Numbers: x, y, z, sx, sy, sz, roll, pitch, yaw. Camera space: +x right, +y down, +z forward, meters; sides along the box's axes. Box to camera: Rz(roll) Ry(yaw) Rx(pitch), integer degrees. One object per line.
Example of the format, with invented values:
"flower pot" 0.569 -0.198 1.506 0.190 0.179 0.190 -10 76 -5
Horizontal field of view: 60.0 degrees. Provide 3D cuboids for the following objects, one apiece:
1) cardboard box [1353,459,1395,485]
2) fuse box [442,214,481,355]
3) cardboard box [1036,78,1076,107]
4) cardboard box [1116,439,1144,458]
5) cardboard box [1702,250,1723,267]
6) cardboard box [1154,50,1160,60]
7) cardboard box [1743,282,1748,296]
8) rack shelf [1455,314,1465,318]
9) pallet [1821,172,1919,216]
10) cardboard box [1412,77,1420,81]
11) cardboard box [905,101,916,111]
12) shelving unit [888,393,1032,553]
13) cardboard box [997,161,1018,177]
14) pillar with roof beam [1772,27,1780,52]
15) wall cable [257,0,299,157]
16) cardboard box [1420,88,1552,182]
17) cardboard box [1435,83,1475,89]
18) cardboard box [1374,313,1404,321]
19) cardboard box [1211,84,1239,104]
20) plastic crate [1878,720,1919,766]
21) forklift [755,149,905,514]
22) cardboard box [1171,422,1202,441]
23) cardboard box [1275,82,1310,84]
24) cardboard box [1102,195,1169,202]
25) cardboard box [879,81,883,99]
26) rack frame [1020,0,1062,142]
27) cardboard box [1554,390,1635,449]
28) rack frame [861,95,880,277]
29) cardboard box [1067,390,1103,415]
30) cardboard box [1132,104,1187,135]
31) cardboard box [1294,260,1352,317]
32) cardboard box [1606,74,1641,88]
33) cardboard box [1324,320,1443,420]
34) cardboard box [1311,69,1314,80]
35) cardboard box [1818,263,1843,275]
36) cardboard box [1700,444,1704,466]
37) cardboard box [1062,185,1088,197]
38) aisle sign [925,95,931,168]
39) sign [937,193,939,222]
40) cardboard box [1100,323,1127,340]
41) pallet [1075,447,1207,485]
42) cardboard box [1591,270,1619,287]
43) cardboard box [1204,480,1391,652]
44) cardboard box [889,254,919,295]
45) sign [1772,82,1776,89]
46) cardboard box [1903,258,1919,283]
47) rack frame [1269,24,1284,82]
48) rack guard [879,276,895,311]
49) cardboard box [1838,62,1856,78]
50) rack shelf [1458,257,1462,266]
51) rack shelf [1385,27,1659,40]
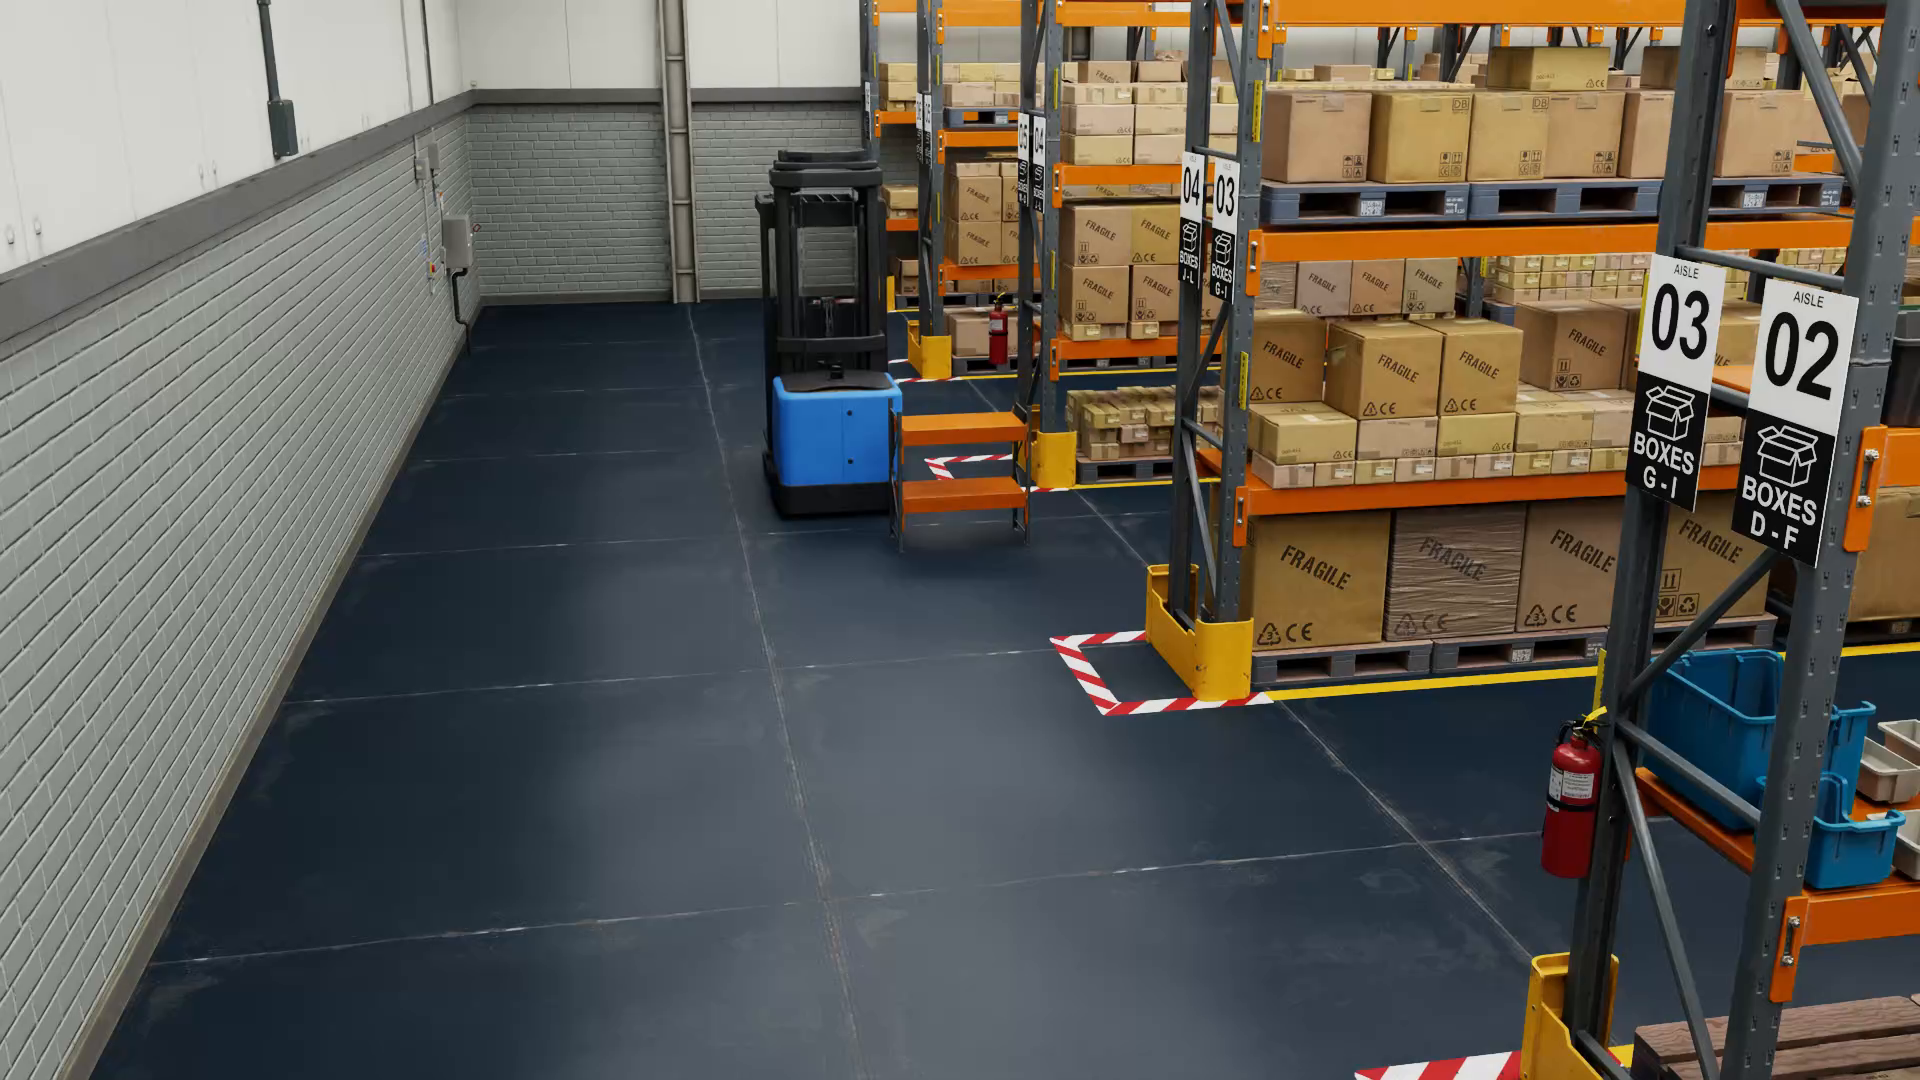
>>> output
"cardboard box" 2.447 -0.460 10.128 0.250 0.149 0.380 -4 17 -12
"fuse box" -6.134 -3.160 20.686 0.414 1.711 0.539 -3 17 -10
"cardboard box" 1.132 -5.192 19.264 0.500 0.311 0.500 -3 17 -9
"cardboard box" 1.508 -0.875 15.191 0.250 0.149 0.380 -3 17 -11
"cardboard box" 6.882 -2.641 15.502 0.250 0.149 0.380 -2 17 -8
"cardboard box" 2.922 -7.076 24.462 0.258 0.266 0.396 -3 17 -11
"cardboard box" 7.407 -2.387 15.688 0.250 0.149 0.380 -3 17 -11
"rack shelf" 6.582 -2.052 16.109 4.000 0.370 1.077 -3 17 -10
"pallet" 6.351 -2.257 10.767 1.217 0.209 0.805 -4 18 -13
"cardboard box" 6.962 -6.862 24.948 0.250 0.166 0.380 -3 17 -11
"cardboard box" -0.683 -6.200 23.709 0.250 0.149 0.380 -3 17 -9
"shelving unit" -0.007 -0.537 13.145 1.048 1.125 0.538 -3 17 -10
"cardboard box" 0.575 -4.275 19.145 0.250 0.149 0.380 -3 17 -9
"pillar with roof beam" 14.379 -7.653 22.901 0.400 9.000 9.100 -3 17 -10
"wall cable" -4.673 -5.710 11.098 0.120 5.999 2.277 -3 17 -10
"cardboard box" 3.107 -2.440 9.983 0.500 0.500 0.700 -4 18 -14
"cardboard box" 4.363 -3.980 14.777 0.250 0.149 0.380 -4 18 -13
"cardboard box" 3.876 -2.038 15.265 0.250 0.149 0.380 -3 17 -8
"cardboard box" 2.335 -3.854 14.368 0.250 0.149 0.380 -3 17 -9
"plastic crate" 3.526 0.789 5.980 0.243 0.136 0.396 -3 17 -10
"forklift" -1.225 -2.006 14.849 1.130 2.935 3.031 -3 17 -10
"cardboard box" 2.030 -1.018 15.151 0.250 0.149 0.380 -3 17 -9
"cardboard box" 2.987 -4.070 15.072 0.250 0.149 0.380 -2 17 -8
"cardboard box" 1.591 -2.855 15.118 0.500 0.500 0.500 -4 17 -12
"cardboard box" -0.907 -6.521 24.075 0.500 0.250 0.500 -4 17 -11
"rack frame" 0.691 -4.929 14.034 0.127 3.000 1.000 -3 17 -10
"cardboard box" 4.068 -0.761 10.430 0.500 0.250 0.500 -3 17 -9
"rack frame" -1.292 -4.914 24.201 0.127 3.000 1.000 -3 17 -10
"cardboard box" 1.163 -1.287 15.519 0.250 0.149 0.380 -3 17 -10
"cardboard box" 1.684 -3.642 14.355 0.500 0.250 0.500 -3 17 -11
"cardboard box" 3.198 -2.310 15.047 0.500 0.500 0.500 -3 17 -11
"cardboard box" 6.160 -4.017 15.280 0.637 0.503 0.797 -3 17 -11
"cardboard box" 2.546 -1.032 10.034 0.500 0.500 0.500 -4 17 -12
"cardboard box" 5.254 -6.892 24.604 0.250 0.149 0.380 -4 17 -12
"cardboard box" 8.147 -2.571 15.781 0.250 0.149 0.380 -3 17 -9
"cardboard box" 4.466 -0.575 10.501 0.250 0.149 0.380 -3 17 -9
"cardboard box" 1.188 -4.015 19.402 0.500 0.500 0.500 -3 17 -11
"aisle sign" -0.363 -4.638 18.876 0.004 0.787 0.394 -3 17 -10
"sign" -0.248 -3.774 18.882 0.005 0.325 0.100 -3 17 -10
"cardboard box" 1.313 -1.891 14.788 0.250 0.149 0.380 -3 17 -8
"pallet" 1.570 -0.768 15.453 1.213 0.211 1.003 -3 17 -10
"cardboard box" 5.855 -2.441 15.356 0.250 0.149 0.380 -4 18 -13
"cardboard box" 2.146 0.130 10.683 0.875 0.875 0.875 -3 17 -10
"cardboard box" -0.674 -3.928 24.528 0.637 0.503 0.797 -4 18 -13
"sign" 5.348 -2.836 10.912 0.005 0.325 0.100 -3 17 -10
"cardboard box" 9.038 -2.502 16.179 0.500 0.500 0.500 -3 17 -10
"rack frame" 3.580 -6.574 19.387 0.127 3.000 1.000 -3 17 -10
"rack guard" -1.218 -3.723 24.582 0.348 0.500 1.175 -3 17 -10
"cardboard box" 10.890 -5.884 20.941 0.500 0.250 0.500 -3 17 -9
"rack shelf" 5.544 -3.473 20.737 4.000 0.370 1.077 -3 17 -10
"rack shelf" 8.526 -7.803 25.298 4.000 0.370 1.077 -3 17 -10
